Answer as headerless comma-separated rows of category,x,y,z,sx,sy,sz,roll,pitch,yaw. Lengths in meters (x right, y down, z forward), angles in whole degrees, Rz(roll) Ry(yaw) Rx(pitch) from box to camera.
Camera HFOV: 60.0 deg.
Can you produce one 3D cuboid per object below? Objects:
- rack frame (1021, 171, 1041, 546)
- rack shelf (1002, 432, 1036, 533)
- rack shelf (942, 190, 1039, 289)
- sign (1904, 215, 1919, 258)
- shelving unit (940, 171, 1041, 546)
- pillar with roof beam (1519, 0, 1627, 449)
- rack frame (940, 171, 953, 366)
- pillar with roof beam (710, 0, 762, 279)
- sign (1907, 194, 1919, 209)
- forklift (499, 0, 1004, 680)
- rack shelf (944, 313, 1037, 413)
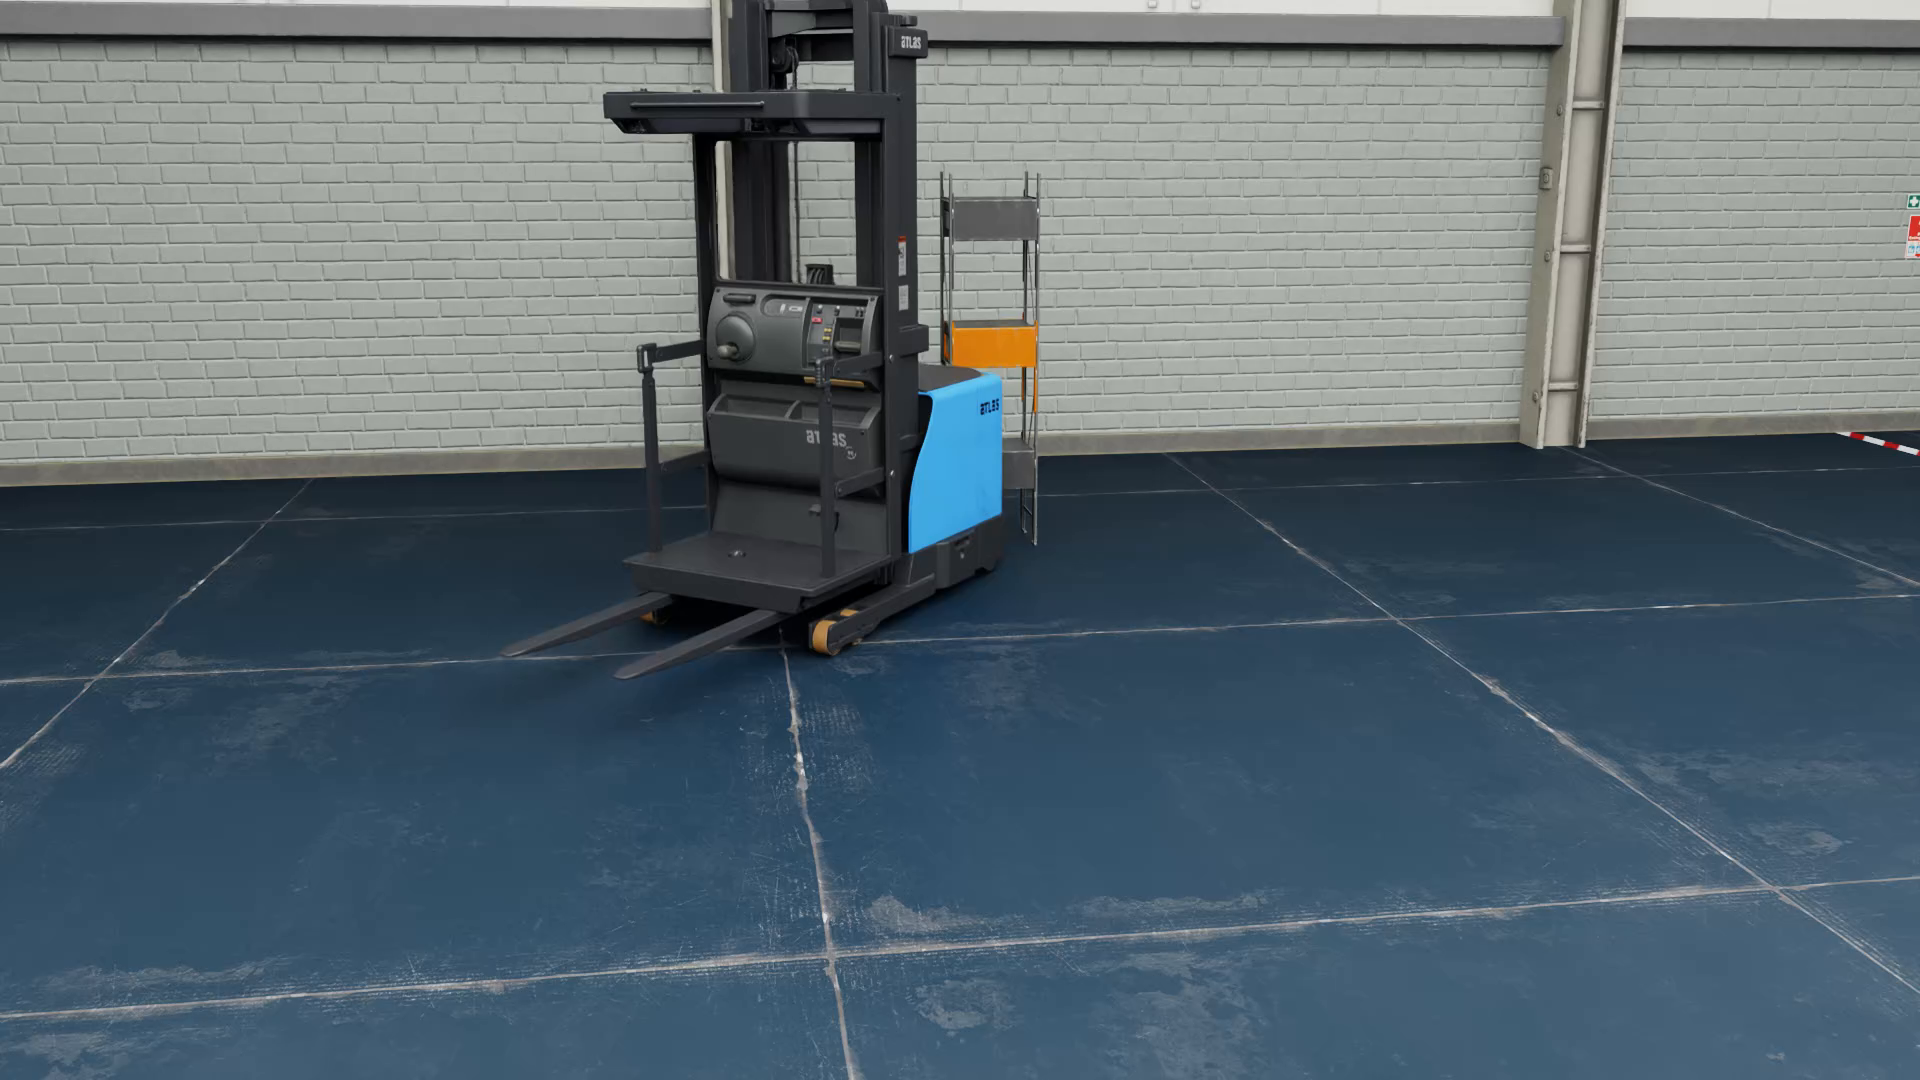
rack frame,0.405,-1.033,9.526,0.015,2.100,0.400,-2,14,-8
rack shelf,0.164,-0.332,9.664,0.480,0.518,0.431,-2,14,-8
rack shelf,0.164,-1.690,9.323,0.480,0.518,0.431,-2,14,-8
sign,7.408,-2.341,12.817,0.234,0.329,0.001,-2,14,-8
shelving unit,0.164,-1.024,9.490,0.503,2.100,0.431,-2,14,-8
pillar with roof beam,5.127,-4.056,7.397,0.400,9.000,9.100,-2,14,-8
rack frame,-0.078,-1.016,9.455,0.015,2.100,0.400,-2,14,-8
pillar with roof beam,-0.806,-3.839,6.530,0.400,9.000,9.100,-2,14,-8
sign,7.413,-2.596,12.745,0.331,0.109,0.001,-2,14,-8
forklift,-0.905,-1.016,7.748,1.130,2.935,3.031,8,16,28
rack shelf,0.164,-1.011,9.494,0.480,0.518,0.431,-2,14,-8
